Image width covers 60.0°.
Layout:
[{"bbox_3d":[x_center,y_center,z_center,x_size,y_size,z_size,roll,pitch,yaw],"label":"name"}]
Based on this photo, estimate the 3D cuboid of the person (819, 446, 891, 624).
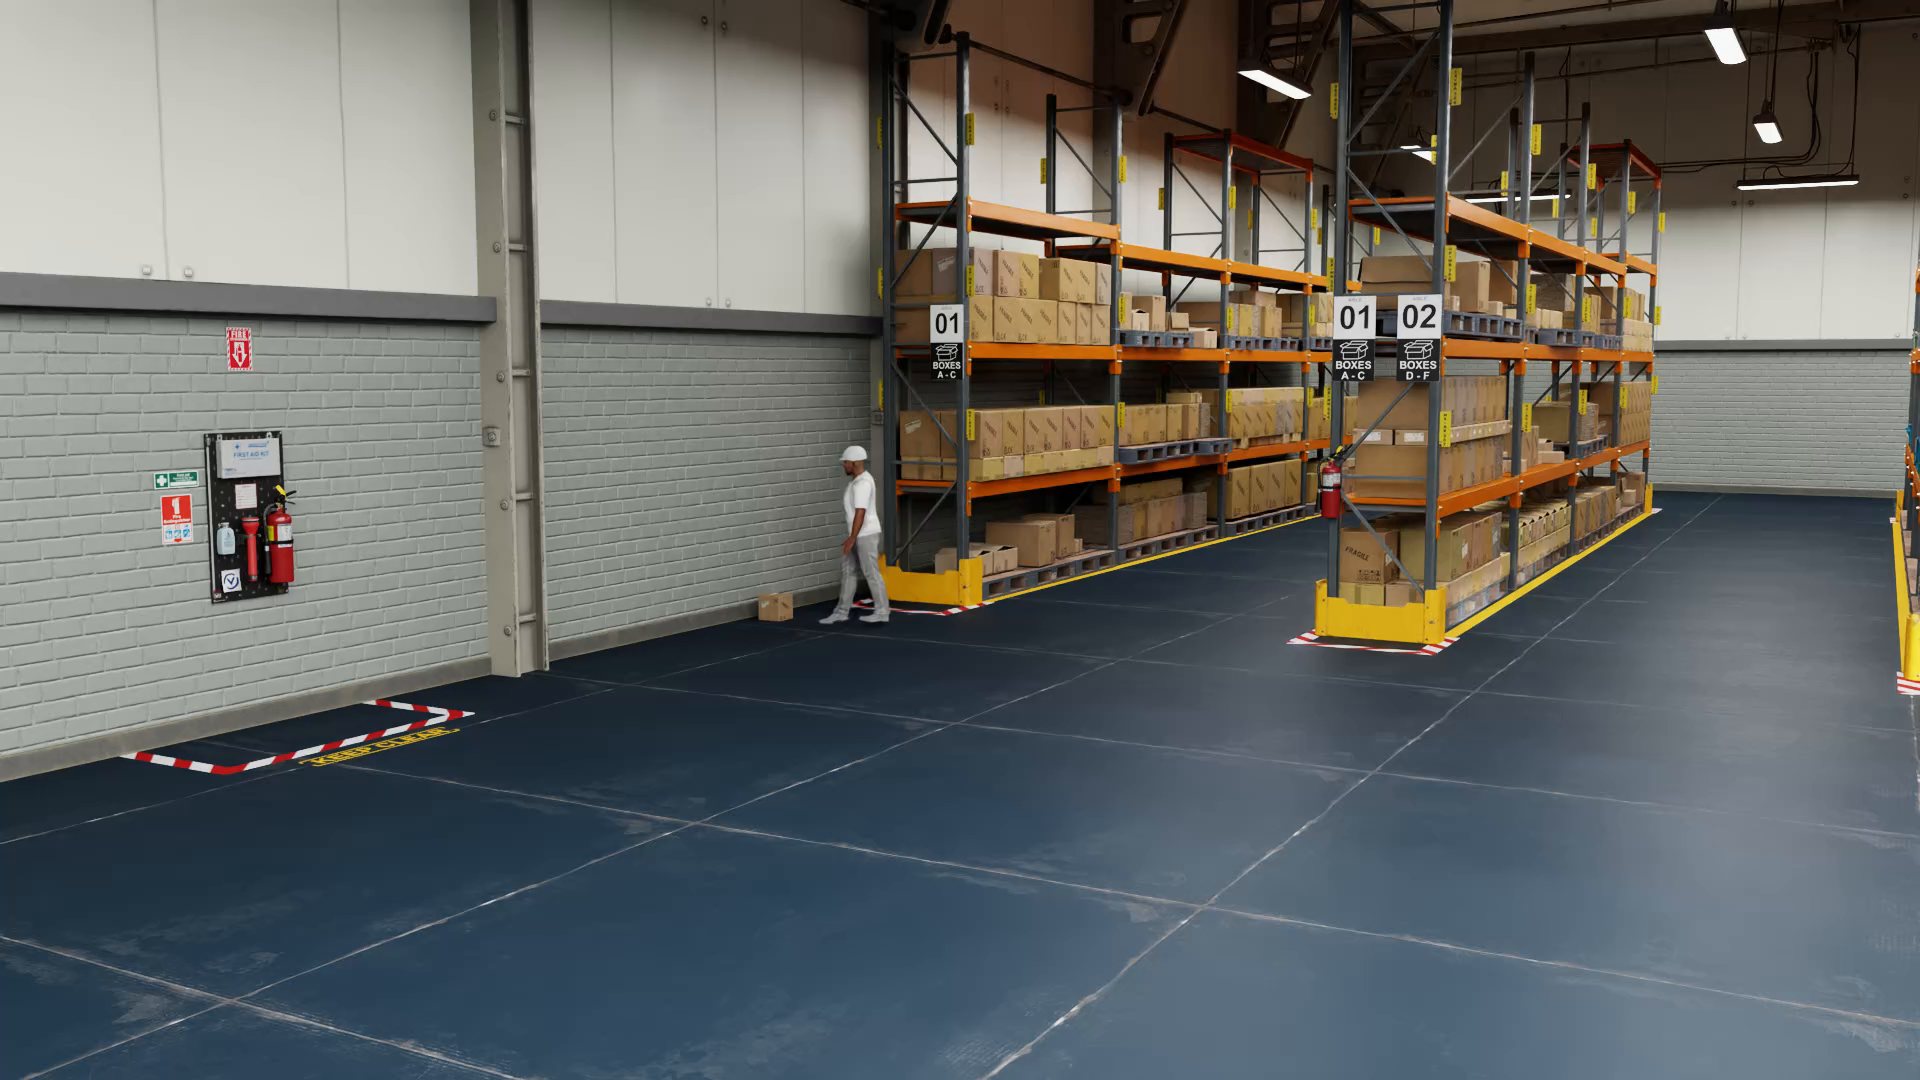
[{"bbox_3d":[-1.041,-0.041,16.394,0.701,1.777,0.592,-1,6,-11],"label":"person"}]
